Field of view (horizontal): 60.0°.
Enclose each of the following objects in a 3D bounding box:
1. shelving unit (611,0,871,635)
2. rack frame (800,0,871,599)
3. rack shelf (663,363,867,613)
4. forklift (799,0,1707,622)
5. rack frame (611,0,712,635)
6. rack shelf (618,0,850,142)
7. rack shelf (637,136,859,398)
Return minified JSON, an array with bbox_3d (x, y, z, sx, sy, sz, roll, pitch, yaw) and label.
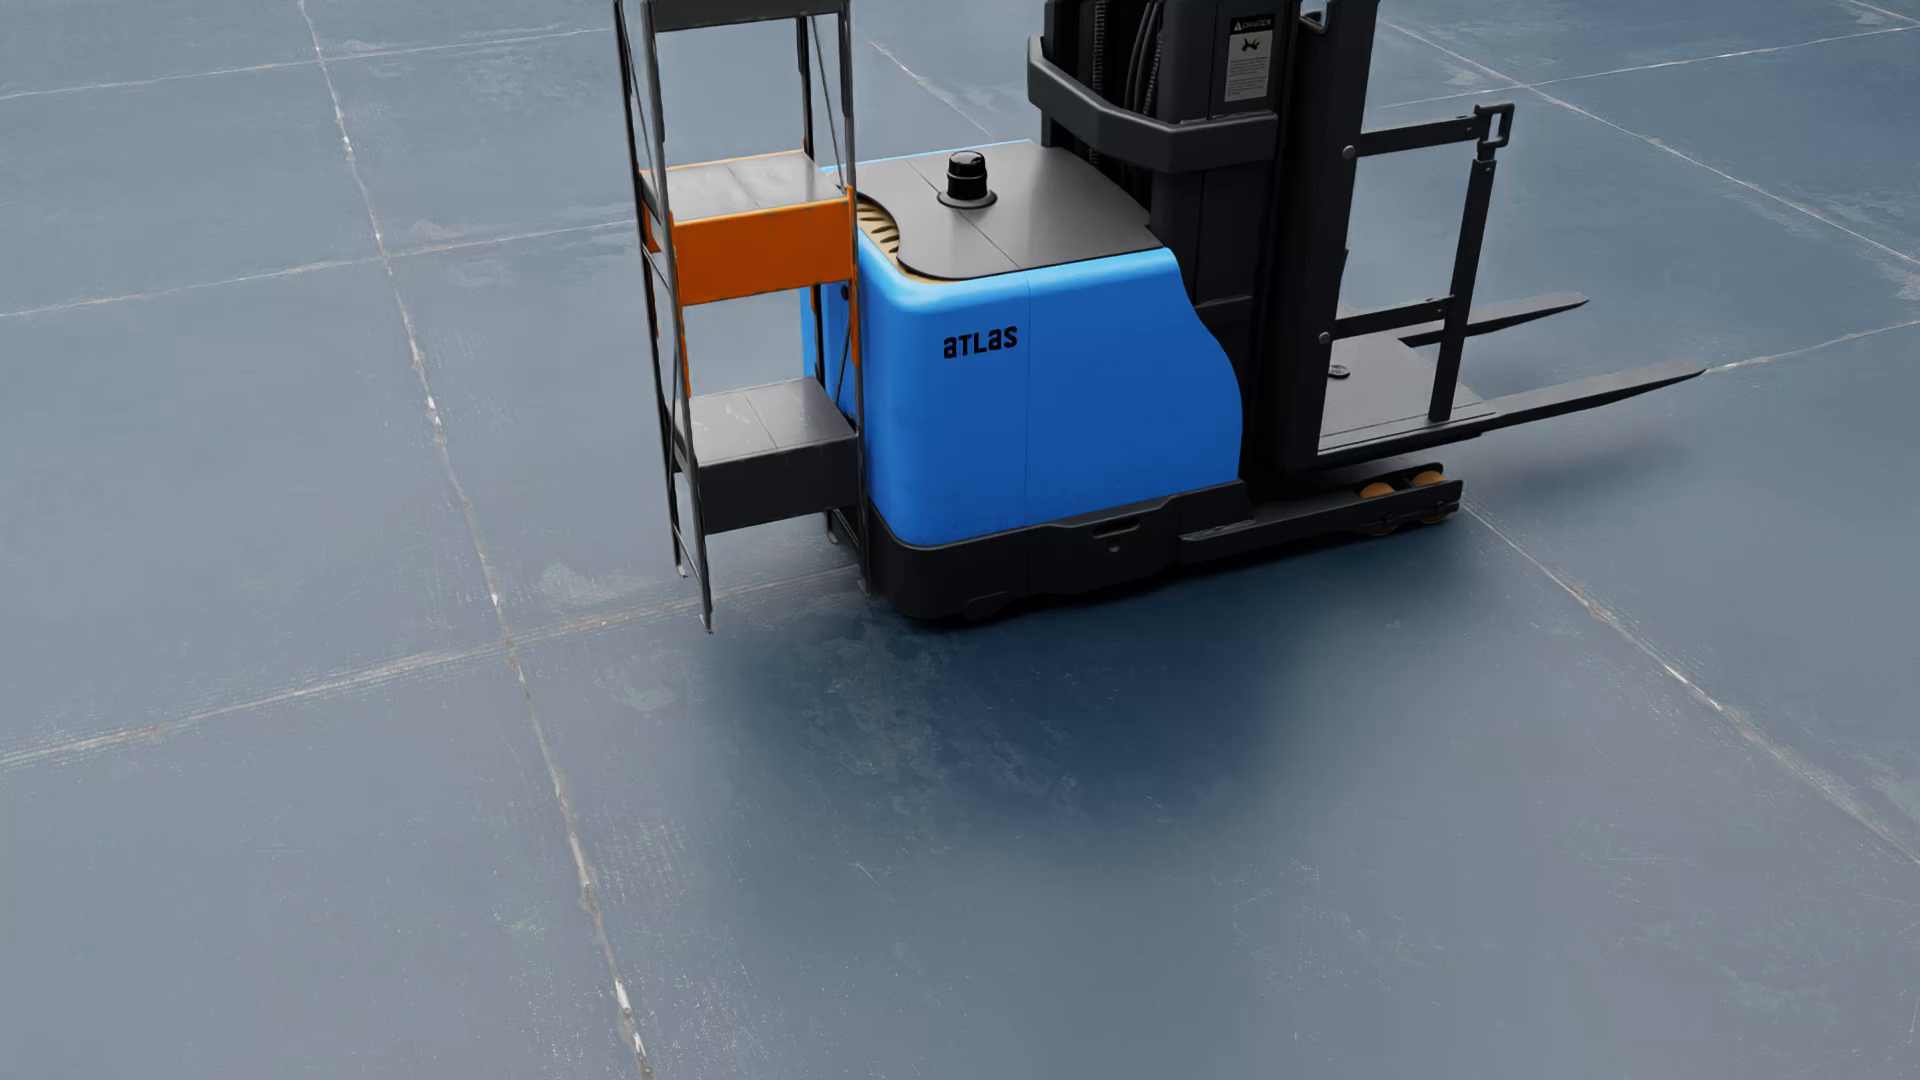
[{"bbox_3d":[-0.574,-0.758,4.489,0.503,2.100,0.431,-12,35,-18],"label":"shelving unit"},{"bbox_3d":[-0.348,-0.807,4.565,0.015,2.100,0.400,-12,35,-18],"label":"rack frame"},{"bbox_3d":[-0.574,-0.159,4.878,0.480,0.518,0.431,-12,35,-18],"label":"rack shelf"},{"bbox_3d":[1.057,-1.496,4.862,3.031,2.935,1.130,-12,35,-18],"label":"forklift"},{"bbox_3d":[-0.801,-0.708,4.413,0.015,2.100,0.400,-12,35,-18],"label":"rack frame"},{"bbox_3d":[-0.574,-1.333,4.115,0.480,0.518,0.431,-12,35,-18],"label":"rack shelf"},{"bbox_3d":[-0.574,-0.746,4.497,0.480,0.518,0.431,-12,35,-18],"label":"rack shelf"}]
